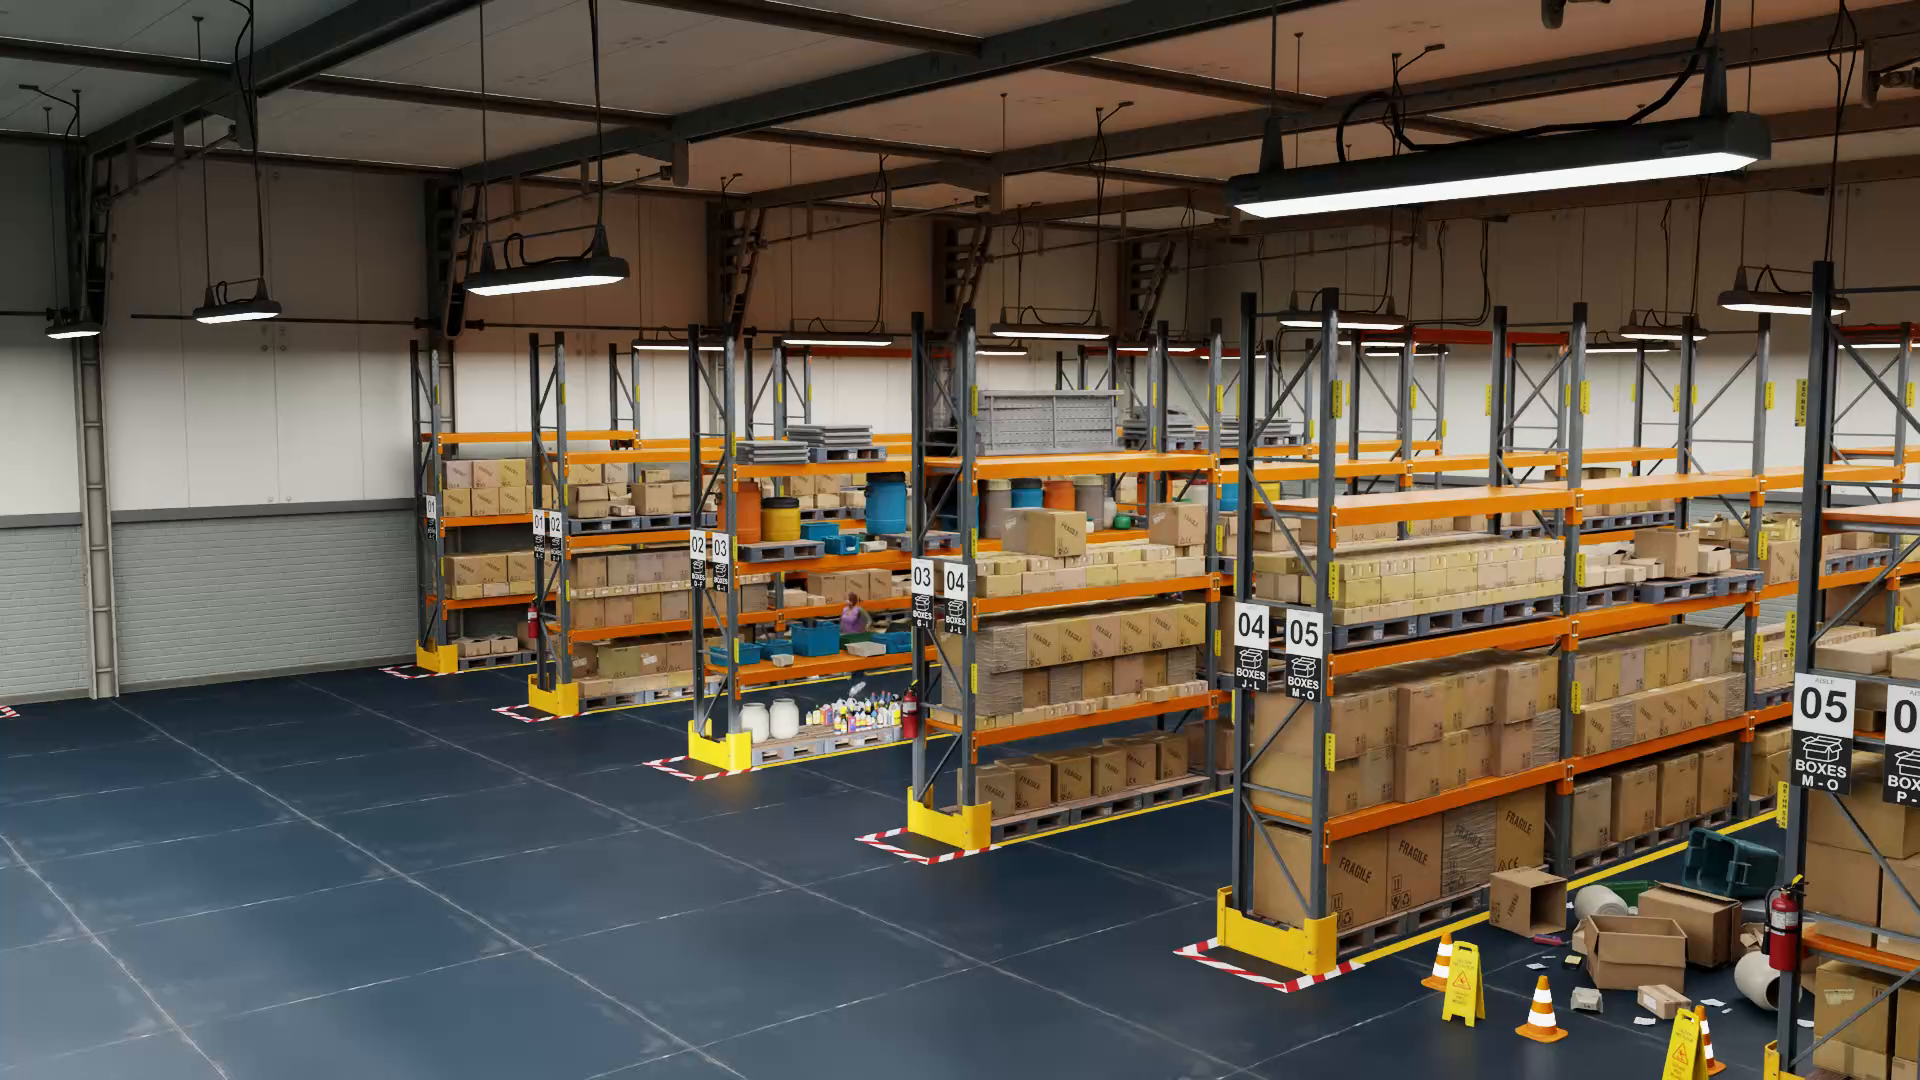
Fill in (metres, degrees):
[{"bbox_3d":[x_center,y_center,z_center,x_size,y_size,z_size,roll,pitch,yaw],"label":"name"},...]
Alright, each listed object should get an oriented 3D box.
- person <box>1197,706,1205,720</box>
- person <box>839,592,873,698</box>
[{"bbox_3d":[3.503,2.131,23.886,0.697,1.725,0.572,-5,7,-43],"label":"person"},{"bbox_3d":[-1.716,1.671,26.420,0.490,1.649,0.697,5,7,42],"label":"person"}]
